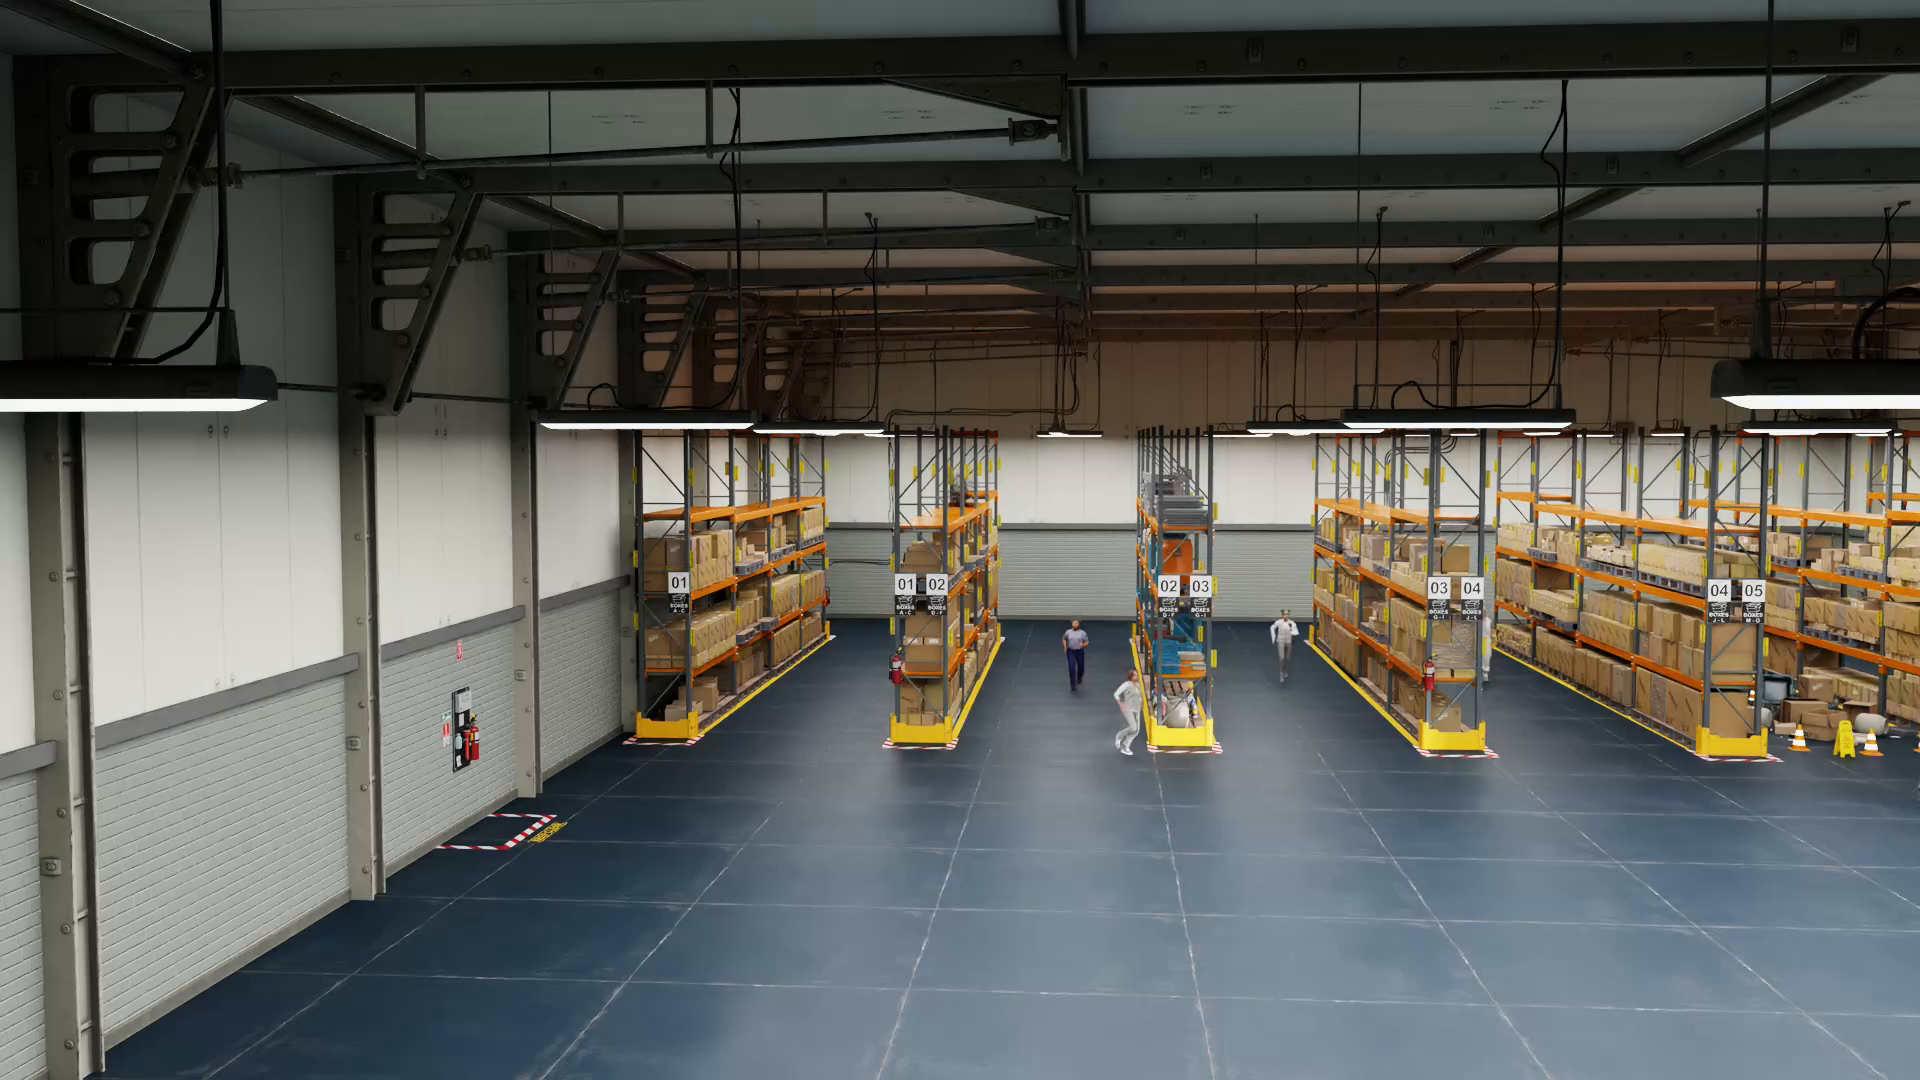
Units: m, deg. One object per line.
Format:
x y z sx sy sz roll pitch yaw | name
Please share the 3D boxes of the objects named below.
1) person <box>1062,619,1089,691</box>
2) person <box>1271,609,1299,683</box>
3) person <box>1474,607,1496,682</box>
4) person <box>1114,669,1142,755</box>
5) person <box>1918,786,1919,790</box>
2.648 2.618 38.173 0.620 1.613 0.804 0 3 2 | person
7.743 2.492 39.612 0.598 1.742 0.826 0 3 0 | person
12.403 2.457 39.514 0.667 1.767 0.940 0 3 3 | person
3.126 3.133 30.345 0.540 1.540 0.491 -3 5 -43 | person
15.487 3.307 25.943 0.576 1.721 0.916 -3 5 -42 | person
